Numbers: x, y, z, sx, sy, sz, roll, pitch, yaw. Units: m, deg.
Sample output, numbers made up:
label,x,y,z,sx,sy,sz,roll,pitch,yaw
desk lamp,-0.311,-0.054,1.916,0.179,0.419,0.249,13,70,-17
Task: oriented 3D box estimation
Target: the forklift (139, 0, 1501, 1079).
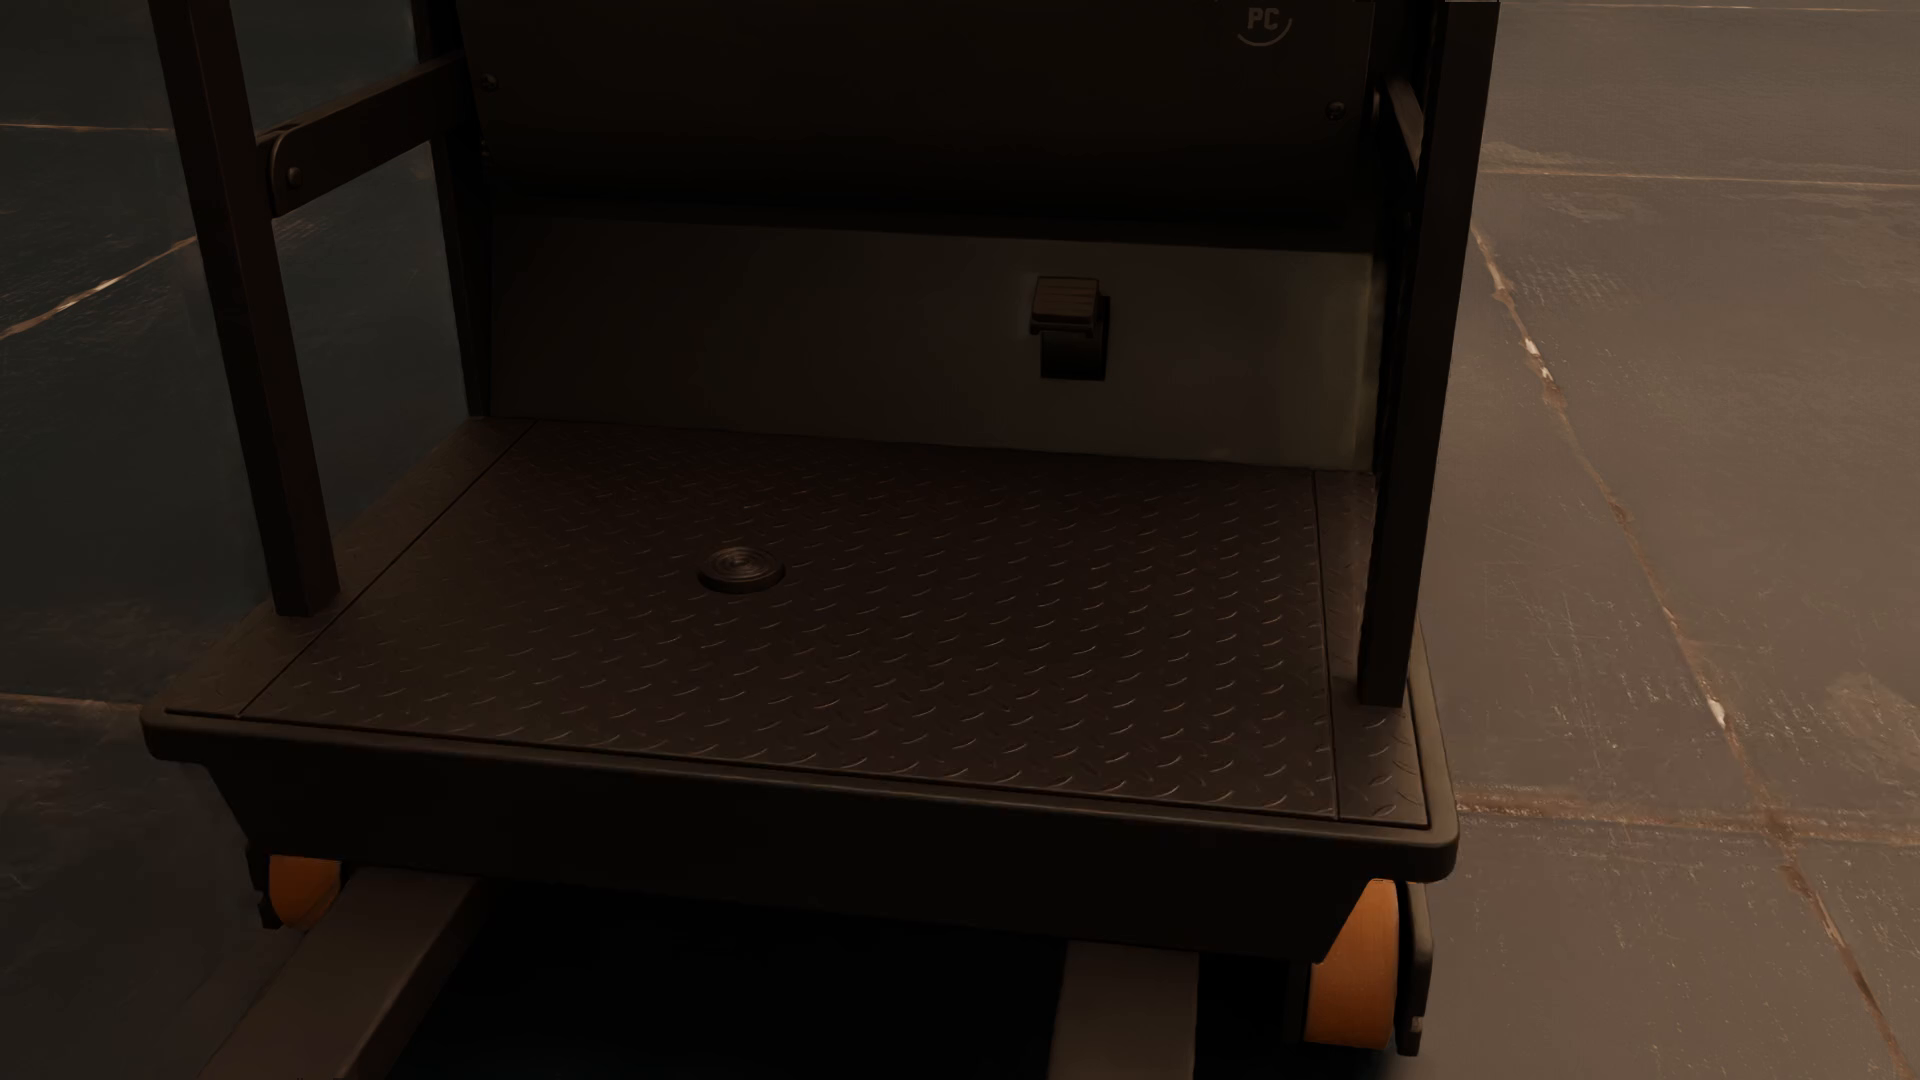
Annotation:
label,x,y,z,sx,sy,sz,roll,pitch,yaw
forklift,-0.087,-1.011,1.243,1.130,2.935,3.031,4,27,8
